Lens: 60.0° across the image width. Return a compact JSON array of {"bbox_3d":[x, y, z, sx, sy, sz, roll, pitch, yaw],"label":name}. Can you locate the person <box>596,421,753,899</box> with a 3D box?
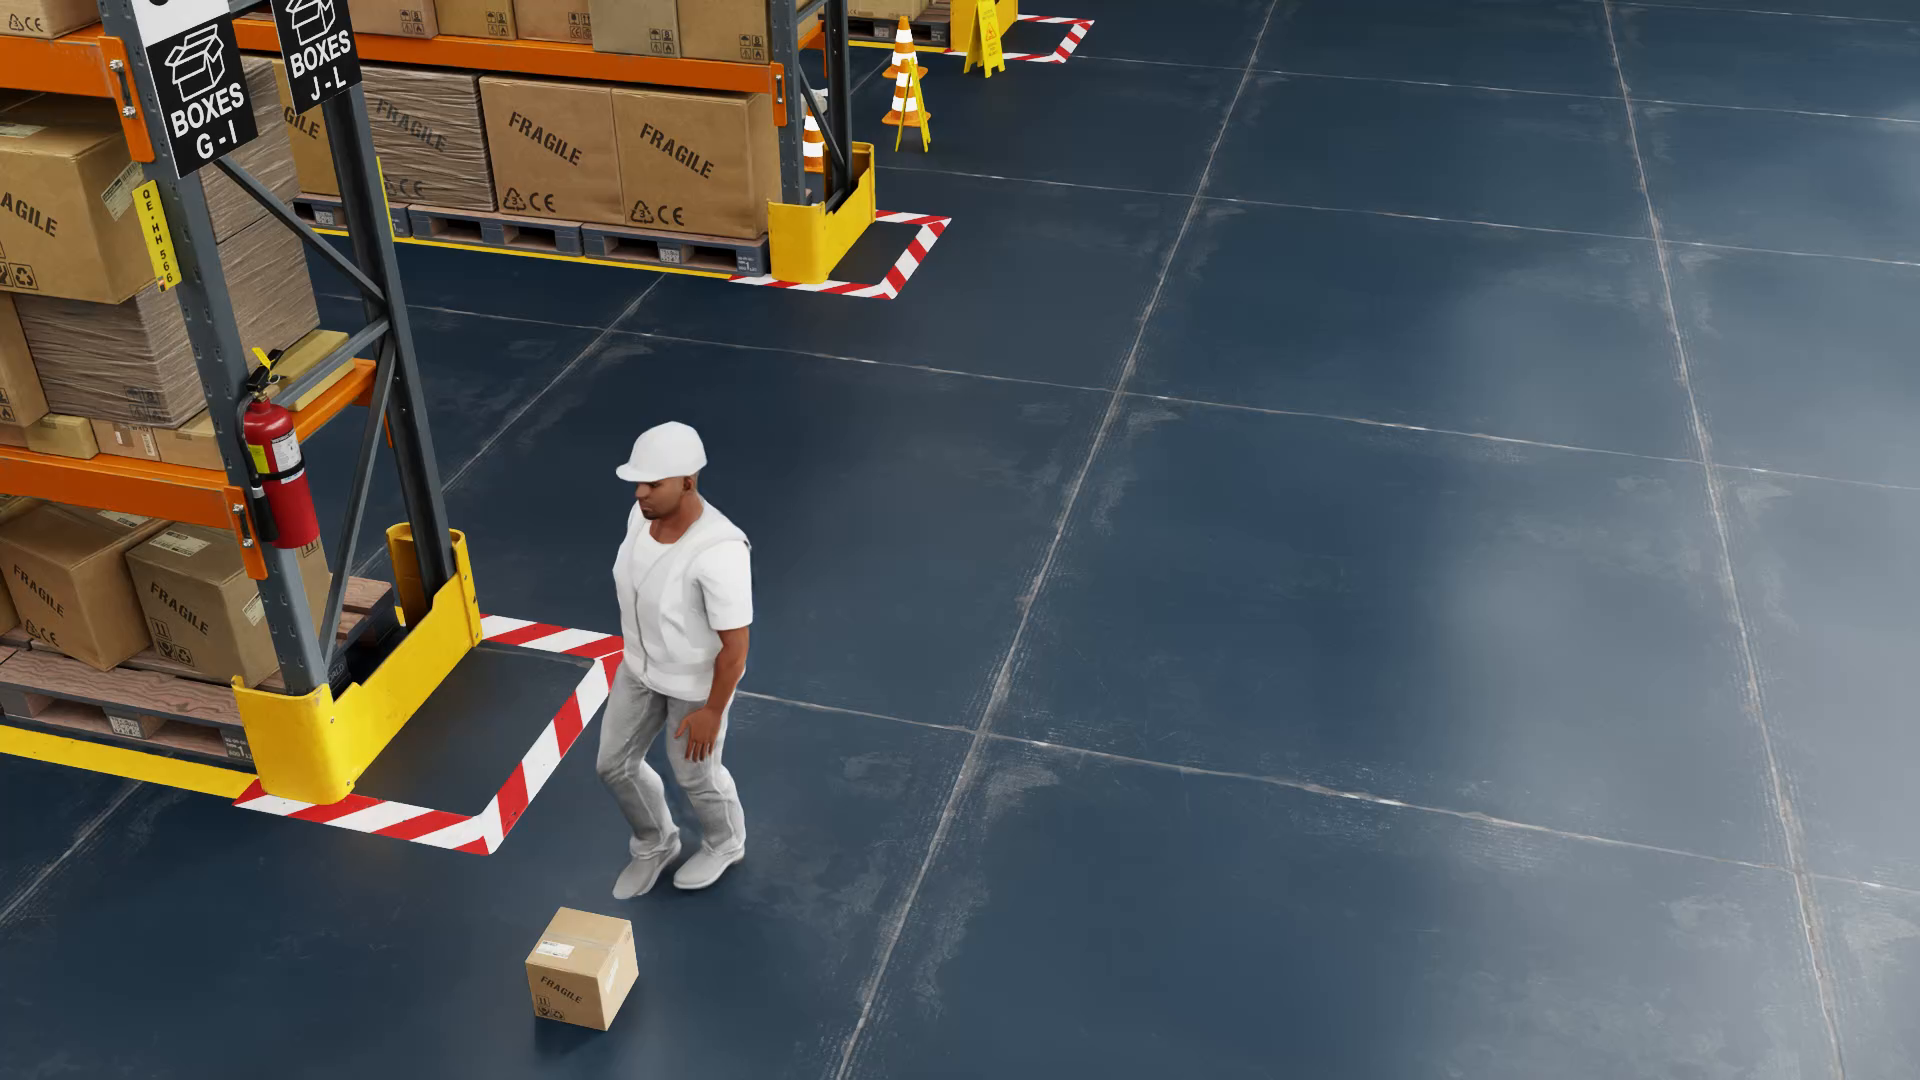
[{"bbox_3d":[-0.934,0.468,5.407,0.627,1.814,0.495,25,41,34],"label":"person"}]
